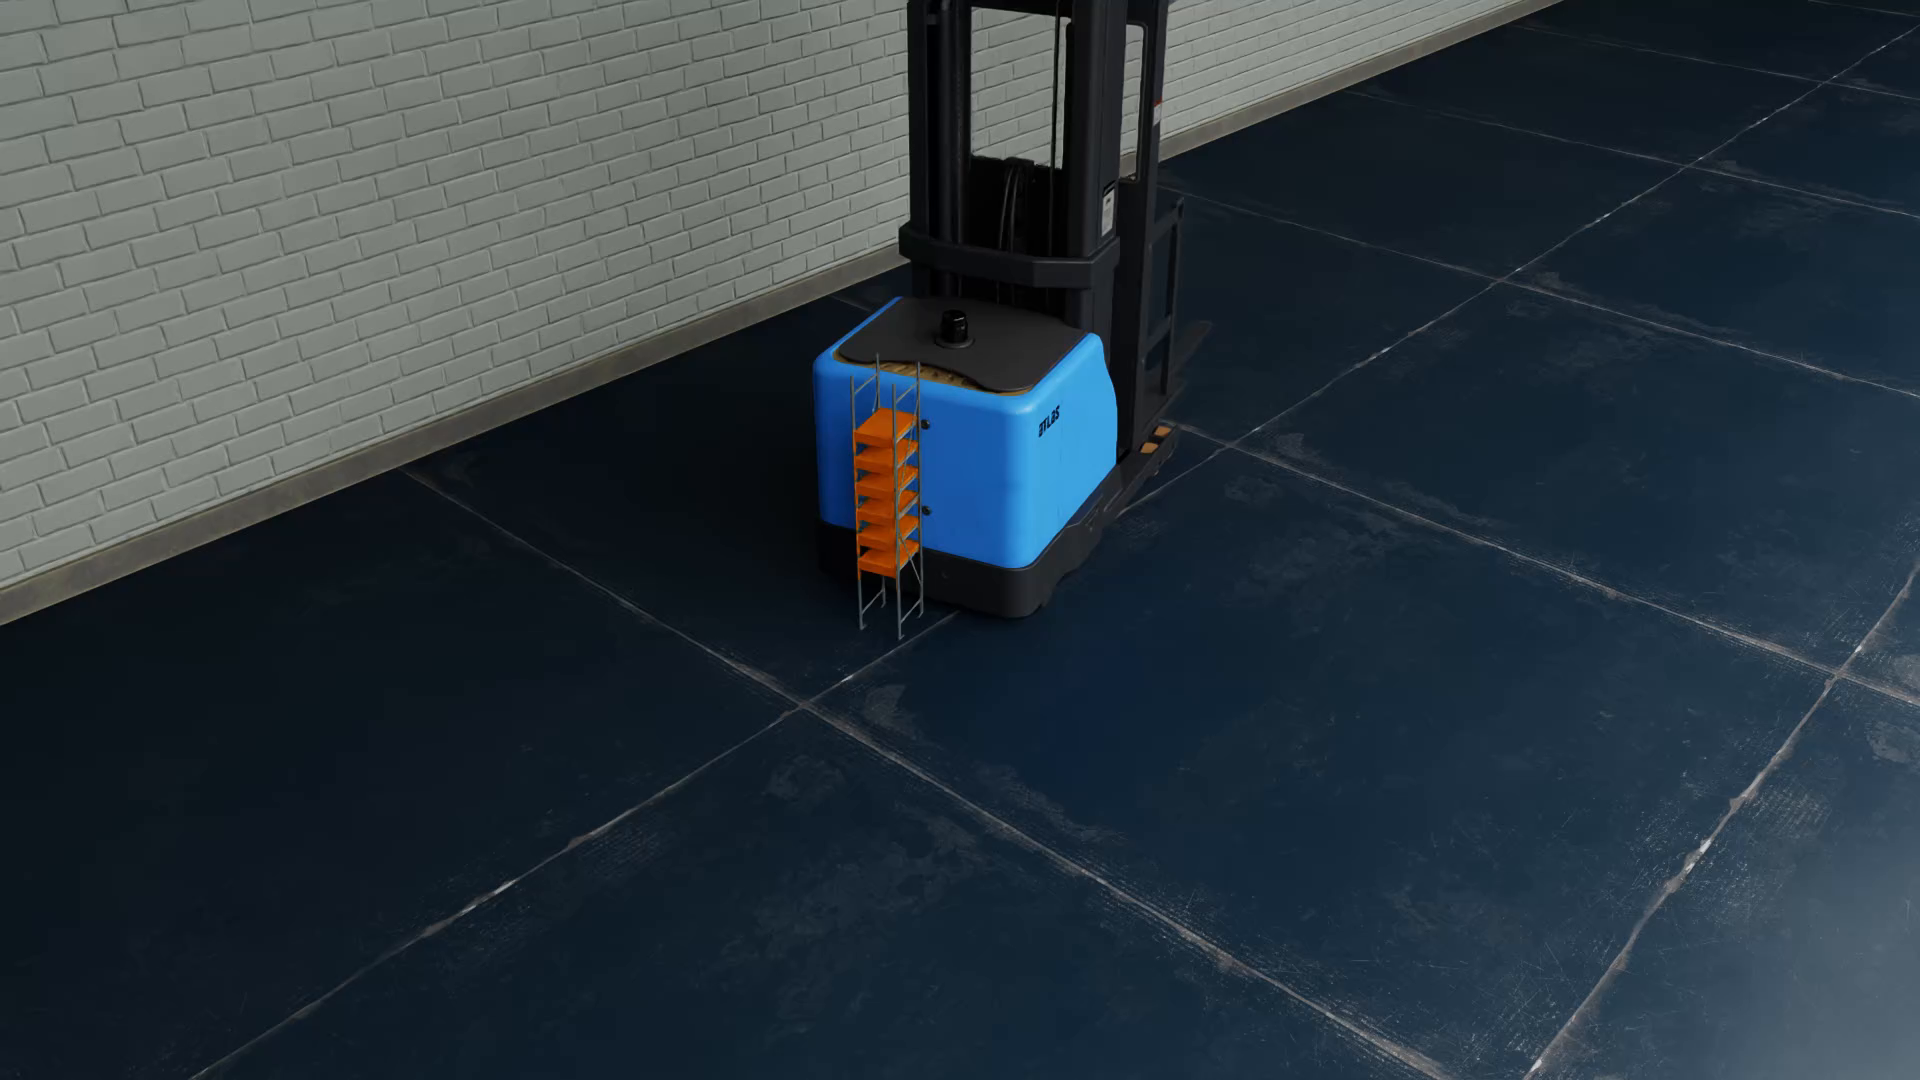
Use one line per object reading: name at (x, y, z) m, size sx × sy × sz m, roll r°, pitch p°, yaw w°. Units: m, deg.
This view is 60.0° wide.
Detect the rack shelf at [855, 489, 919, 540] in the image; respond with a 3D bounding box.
rack shelf at (-0.294, -0.122, 6.876) m, size 0.180 × 0.103 × 0.258 m, roll 13°, pitch 33°, yaw 21°

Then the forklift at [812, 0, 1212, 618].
forklift at (0.459, -1.664, 7.673) m, size 1.130 × 2.935 × 3.031 m, roll 14°, pitch 34°, yaw 22°

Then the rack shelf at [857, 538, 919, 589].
rack shelf at (-0.294, 0.084, 6.999) m, size 0.180 × 0.103 × 0.258 m, roll 13°, pitch 33°, yaw 21°

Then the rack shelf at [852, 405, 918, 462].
rack shelf at (-0.294, -0.431, 6.690) m, size 0.180 × 0.103 × 0.258 m, roll 13°, pitch 33°, yaw 21°

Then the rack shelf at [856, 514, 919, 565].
rack shelf at (-0.294, -0.019, 6.937) m, size 0.180 × 0.103 × 0.258 m, roll 13°, pitch 33°, yaw 21°

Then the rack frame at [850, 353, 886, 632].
rack frame at (-0.377, -0.180, 6.885) m, size 0.006 × 1.200 × 0.240 m, roll 13°, pitch 33°, yaw 21°

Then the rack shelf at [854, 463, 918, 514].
rack shelf at (-0.294, -0.225, 6.814) m, size 0.180 × 0.103 × 0.258 m, roll 13°, pitch 33°, yaw 21°

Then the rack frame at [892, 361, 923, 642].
rack frame at (-0.211, -0.141, 6.820) m, size 0.006 × 1.200 × 0.240 m, roll 13°, pitch 33°, yaw 21°

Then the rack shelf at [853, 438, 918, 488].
rack shelf at (-0.294, -0.328, 6.752) m, size 0.180 × 0.103 × 0.258 m, roll 13°, pitch 33°, yaw 21°

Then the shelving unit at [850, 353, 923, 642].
shelving unit at (-0.294, -0.160, 6.853) m, size 0.189 × 1.200 × 0.258 m, roll 13°, pitch 33°, yaw 21°
